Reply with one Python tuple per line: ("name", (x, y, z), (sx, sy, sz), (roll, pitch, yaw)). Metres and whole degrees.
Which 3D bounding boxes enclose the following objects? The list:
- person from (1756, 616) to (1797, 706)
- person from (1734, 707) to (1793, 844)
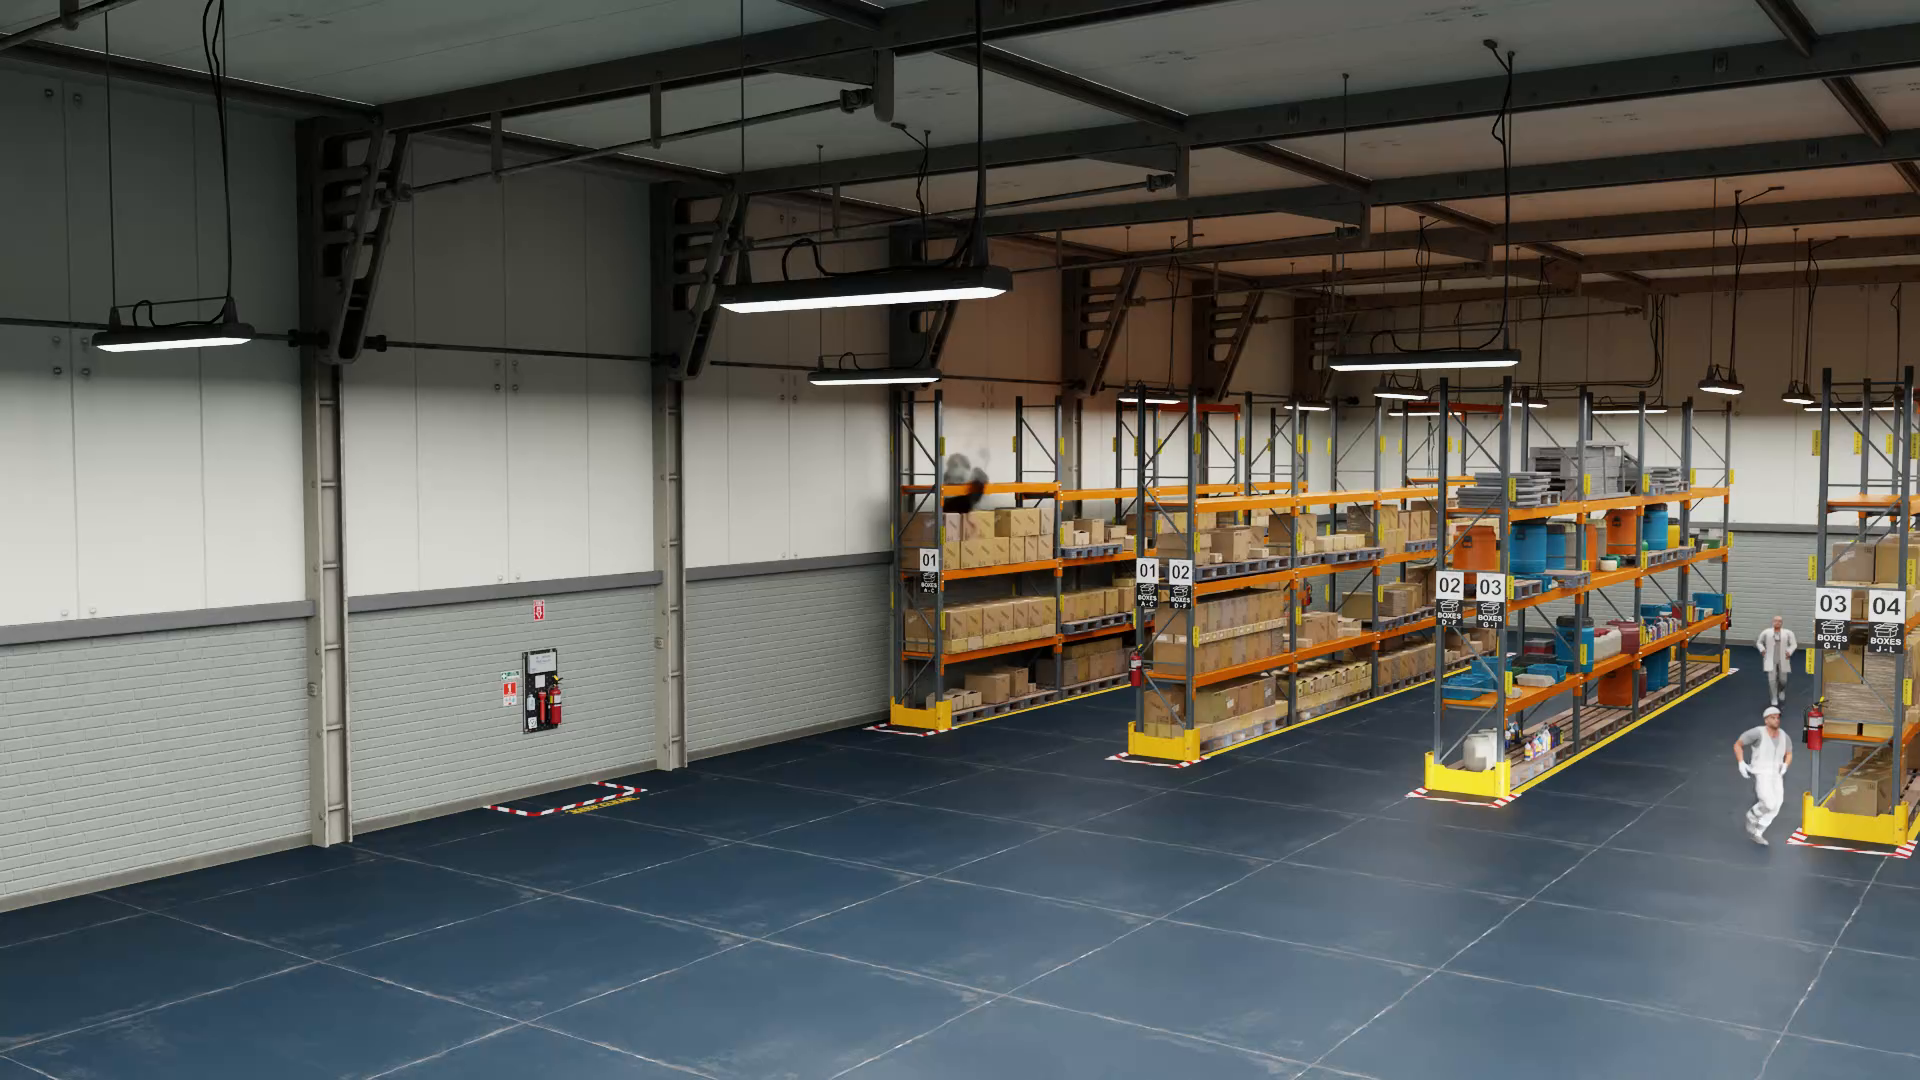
("person", (15.773, 2.327, 32.141), (0.708, 1.724, 0.669), (2, 4, 25))
("person", (10.152, 2.962, 20.889), (0.671, 1.739, 0.534), (-1, 3, -11))
